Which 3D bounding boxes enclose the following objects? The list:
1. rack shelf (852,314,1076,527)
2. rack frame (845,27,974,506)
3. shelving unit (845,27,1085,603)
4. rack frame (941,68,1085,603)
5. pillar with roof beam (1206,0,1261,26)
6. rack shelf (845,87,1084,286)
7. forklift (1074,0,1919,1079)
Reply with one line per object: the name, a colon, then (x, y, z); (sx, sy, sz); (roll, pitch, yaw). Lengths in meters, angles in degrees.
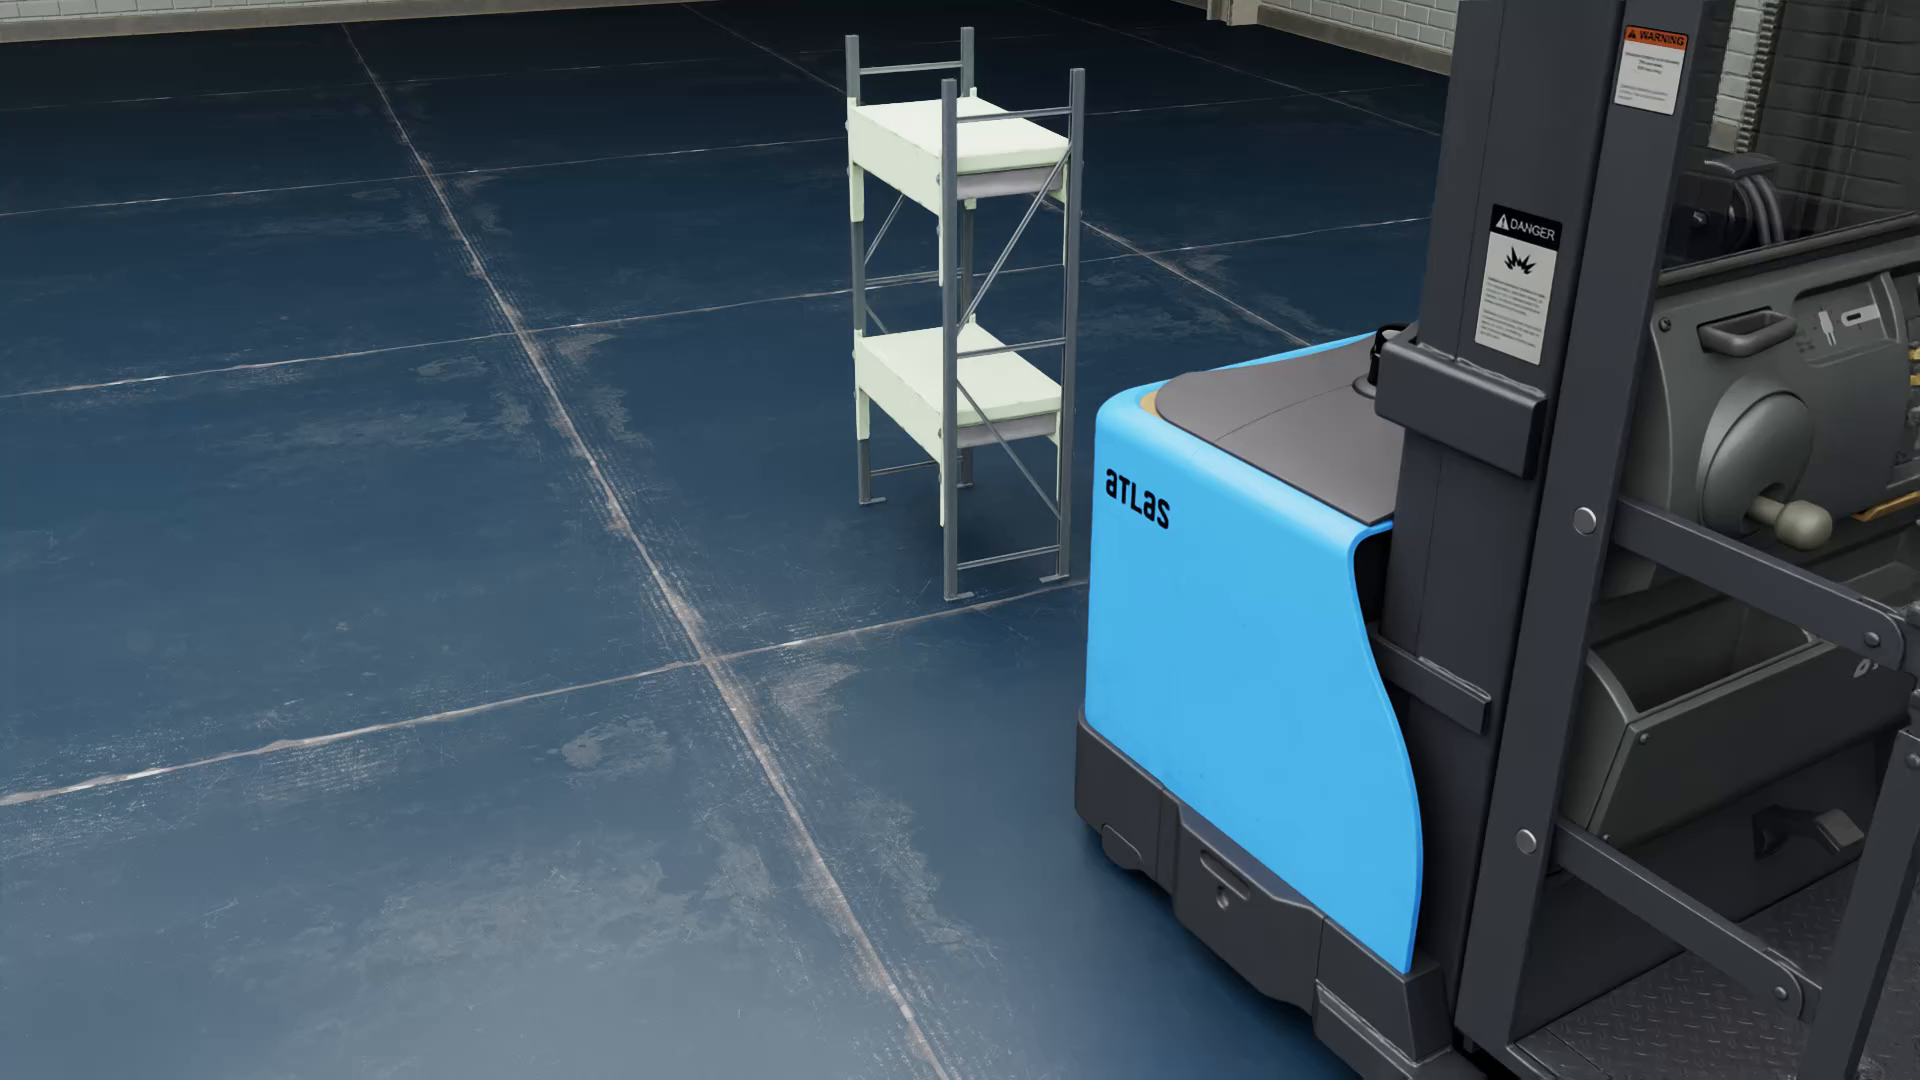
rack shelf: (-0.003, -0.384, 5.069); (0.431, 0.370, 0.720); (-11, 28, -21)
rack frame: (-0.146, -0.824, 5.229); (0.400, 1.500, 0.023); (-11, 28, -21)
shelving unit: (-0.003, -0.677, 4.926); (0.431, 1.500, 0.755); (-11, 28, -21)
rack frame: (0.141, -0.529, 4.624); (0.400, 1.500, 0.023); (-11, 28, -21)
pillar with roof beam: (-1.574, -7.840, 11.050); (9.100, 9.000, 0.400); (-11, 28, -21)
rack shelf: (-0.003, -1.027, 4.755); (0.431, 0.370, 0.720); (-11, 28, -21)
forklift: (1.461, -0.211, 2.341); (1.130, 2.935, 3.031); (-15, 30, -28)
